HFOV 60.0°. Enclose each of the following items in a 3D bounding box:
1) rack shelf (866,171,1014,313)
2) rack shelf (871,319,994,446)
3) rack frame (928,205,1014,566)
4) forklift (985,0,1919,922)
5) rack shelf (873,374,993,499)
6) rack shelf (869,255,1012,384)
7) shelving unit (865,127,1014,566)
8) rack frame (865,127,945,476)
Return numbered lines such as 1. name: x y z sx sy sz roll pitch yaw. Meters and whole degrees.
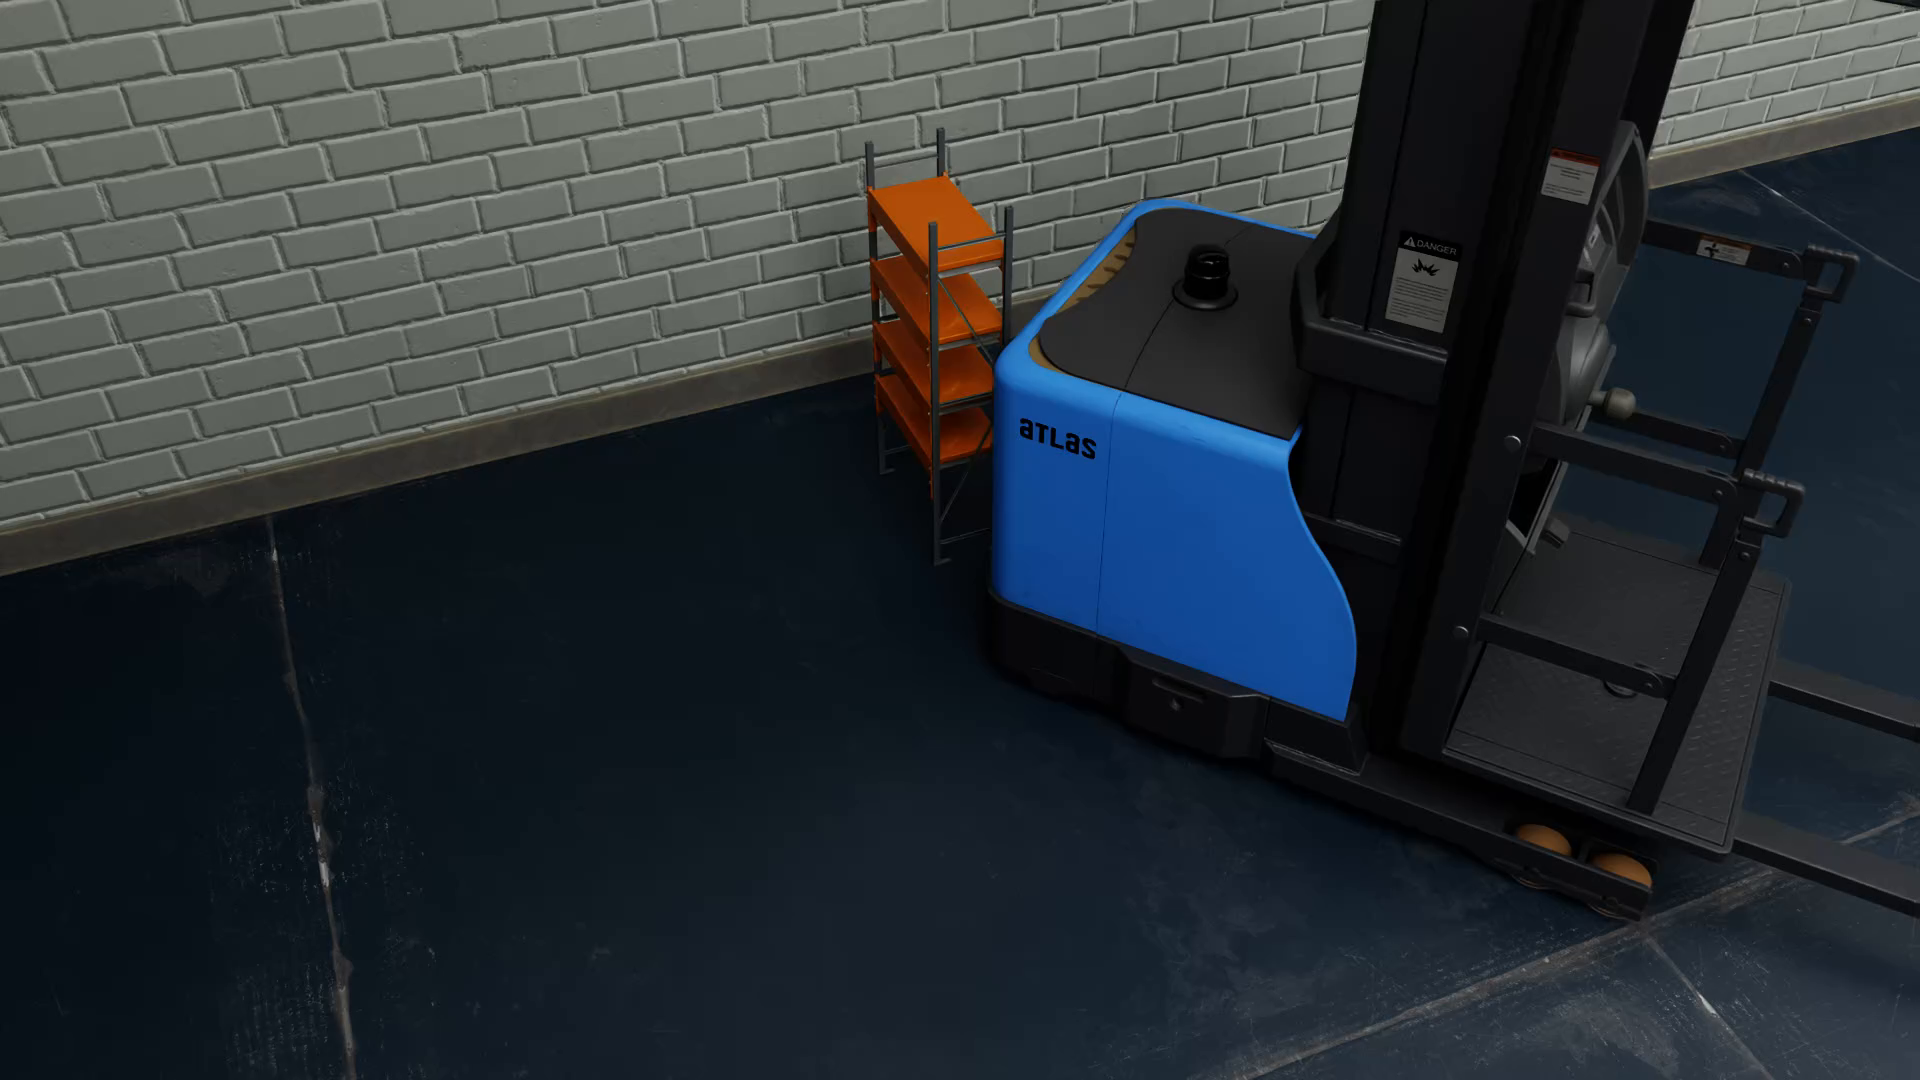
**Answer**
1. rack shelf: -0.063 -0.853 4.719 0.258 0.148 0.480 -15 43 -17
2. rack shelf: -0.063 -0.504 5.019 0.258 0.148 0.480 -15 43 -17
3. rack frame: 0.030 -0.408 4.804 0.240 1.200 0.015 -15 43 -17
4. forklift: 1.617 -0.567 3.661 3.031 2.935 1.130 19 44 21
5. rack shelf: -0.063 -0.353 5.148 0.258 0.148 0.480 -15 43 -17
6. rack shelf: -0.063 -0.673 4.873 0.258 0.148 0.480 -15 43 -17
7. shelving unit: -0.063 -0.555 4.975 0.258 1.200 0.503 -15 43 -17
8. rack frame: -0.157 -0.702 5.146 0.240 1.200 0.015 -15 43 -17
